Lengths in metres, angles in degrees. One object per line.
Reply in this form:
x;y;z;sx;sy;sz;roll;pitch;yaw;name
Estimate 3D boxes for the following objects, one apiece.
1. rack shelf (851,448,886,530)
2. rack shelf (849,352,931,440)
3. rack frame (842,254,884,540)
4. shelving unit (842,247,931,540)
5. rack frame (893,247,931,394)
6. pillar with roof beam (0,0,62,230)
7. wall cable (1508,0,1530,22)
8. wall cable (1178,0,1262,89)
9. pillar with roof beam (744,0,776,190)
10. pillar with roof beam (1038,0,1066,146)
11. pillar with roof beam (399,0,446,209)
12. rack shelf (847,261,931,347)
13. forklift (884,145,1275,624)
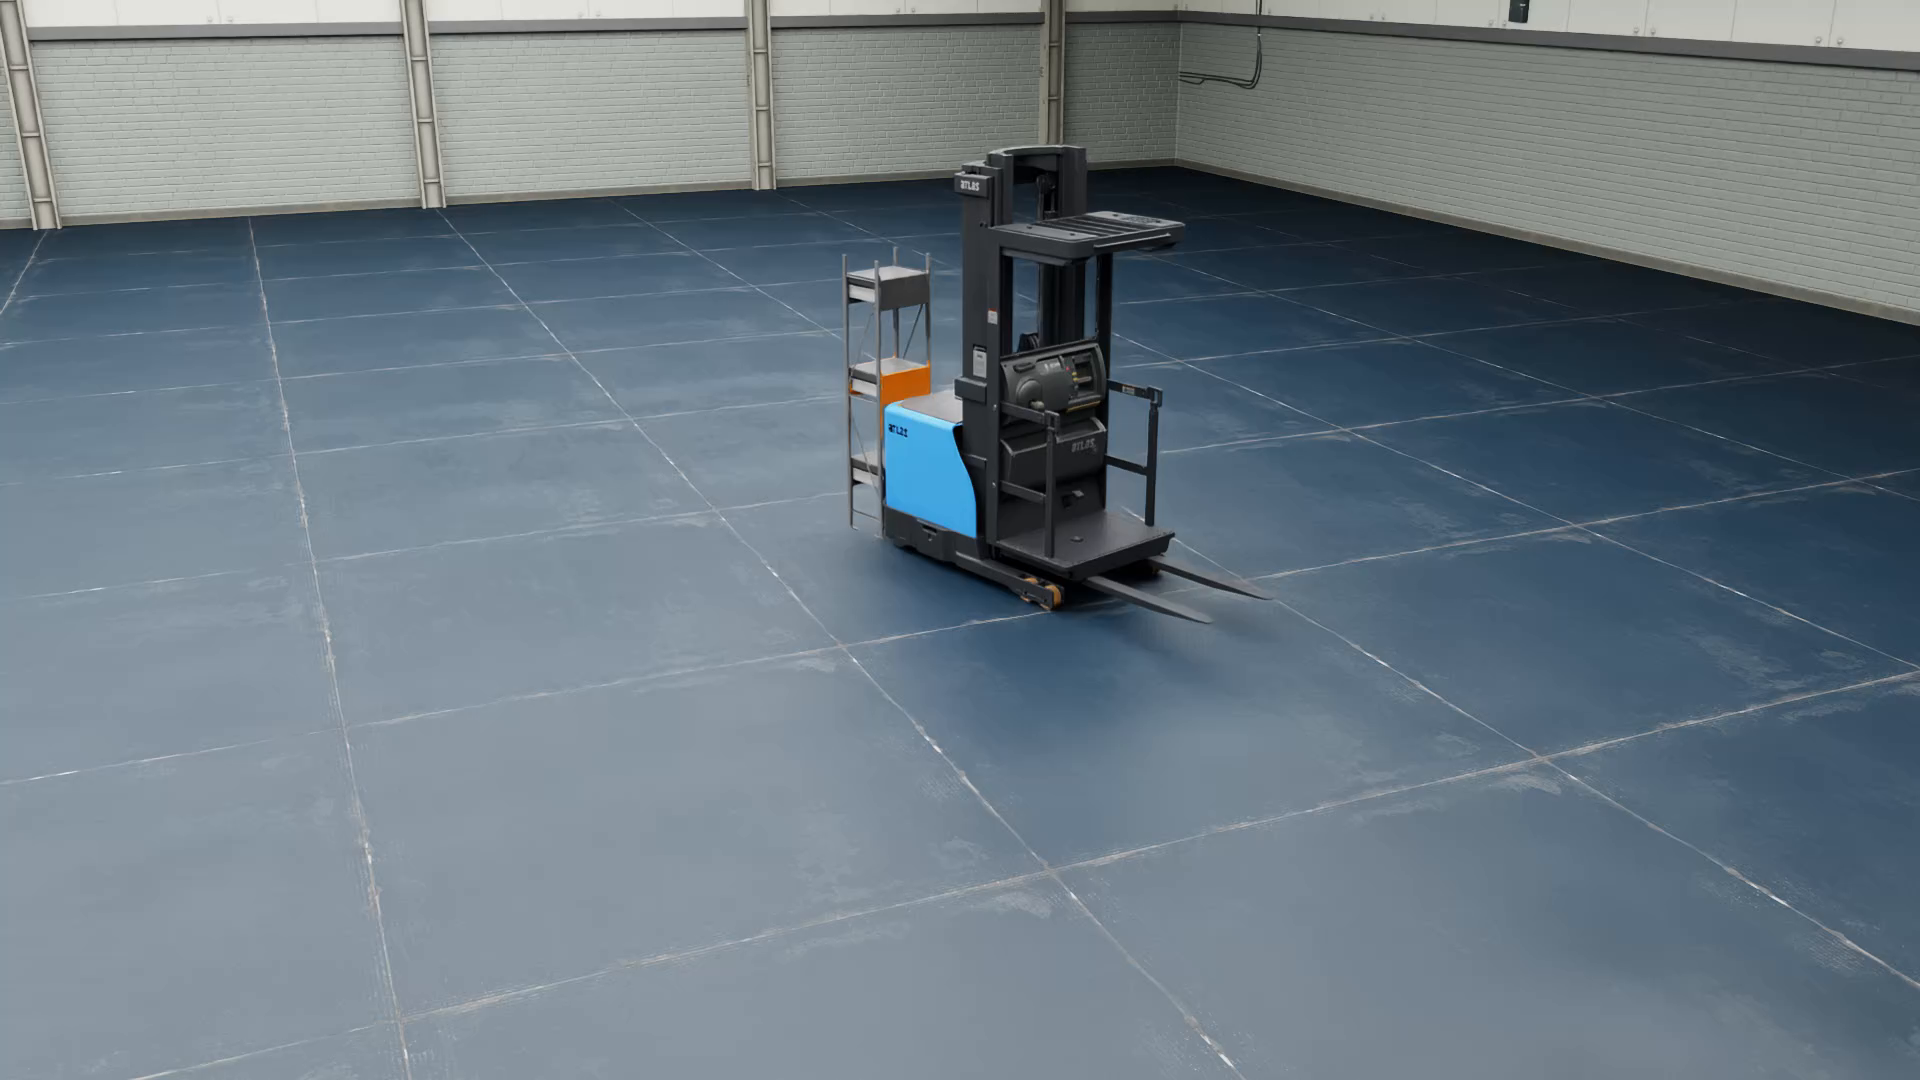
-0.537;-0.425;12.716;0.480;0.518;0.431;-17;26;-40;rack shelf
-0.537;-1.085;12.483;0.480;0.518;0.431;-17;26;-40;rack shelf
-0.717;-1.043;12.323;0.015;2.100;0.400;-17;26;-40;rack frame
-0.537;-1.098;12.479;0.503;2.100;0.431;-17;26;-40;shelving unit
-0.357;-1.153;12.634;0.015;2.100;0.400;-17;26;-40;rack frame
-13.004;-7.967;21.599;0.400;9.000;9.100;-8;21;-22;pillar with roof beam
8.793;-10.339;23.216;0.169;6.003;2.305;-8;21;-22;wall cable
5.047;-10.167;32.524;0.112;2.526;3.097;-8;21;-22;wall cable
-1.986;-9.546;26.083;0.400;9.000;9.100;-8;21;-22;pillar with roof beam
3.523;-10.335;28.325;0.400;9.000;9.100;-8;21;-22;pillar with roof beam
-7.495;-8.756;23.841;0.400;9.000;9.100;-8;21;-22;pillar with roof beam
-0.537;-1.745;12.251;0.480;0.518;0.431;-17;26;-40;rack shelf
0.790;-1.102;11.240;1.130;2.935;3.031;-16;25;-39;forklift
